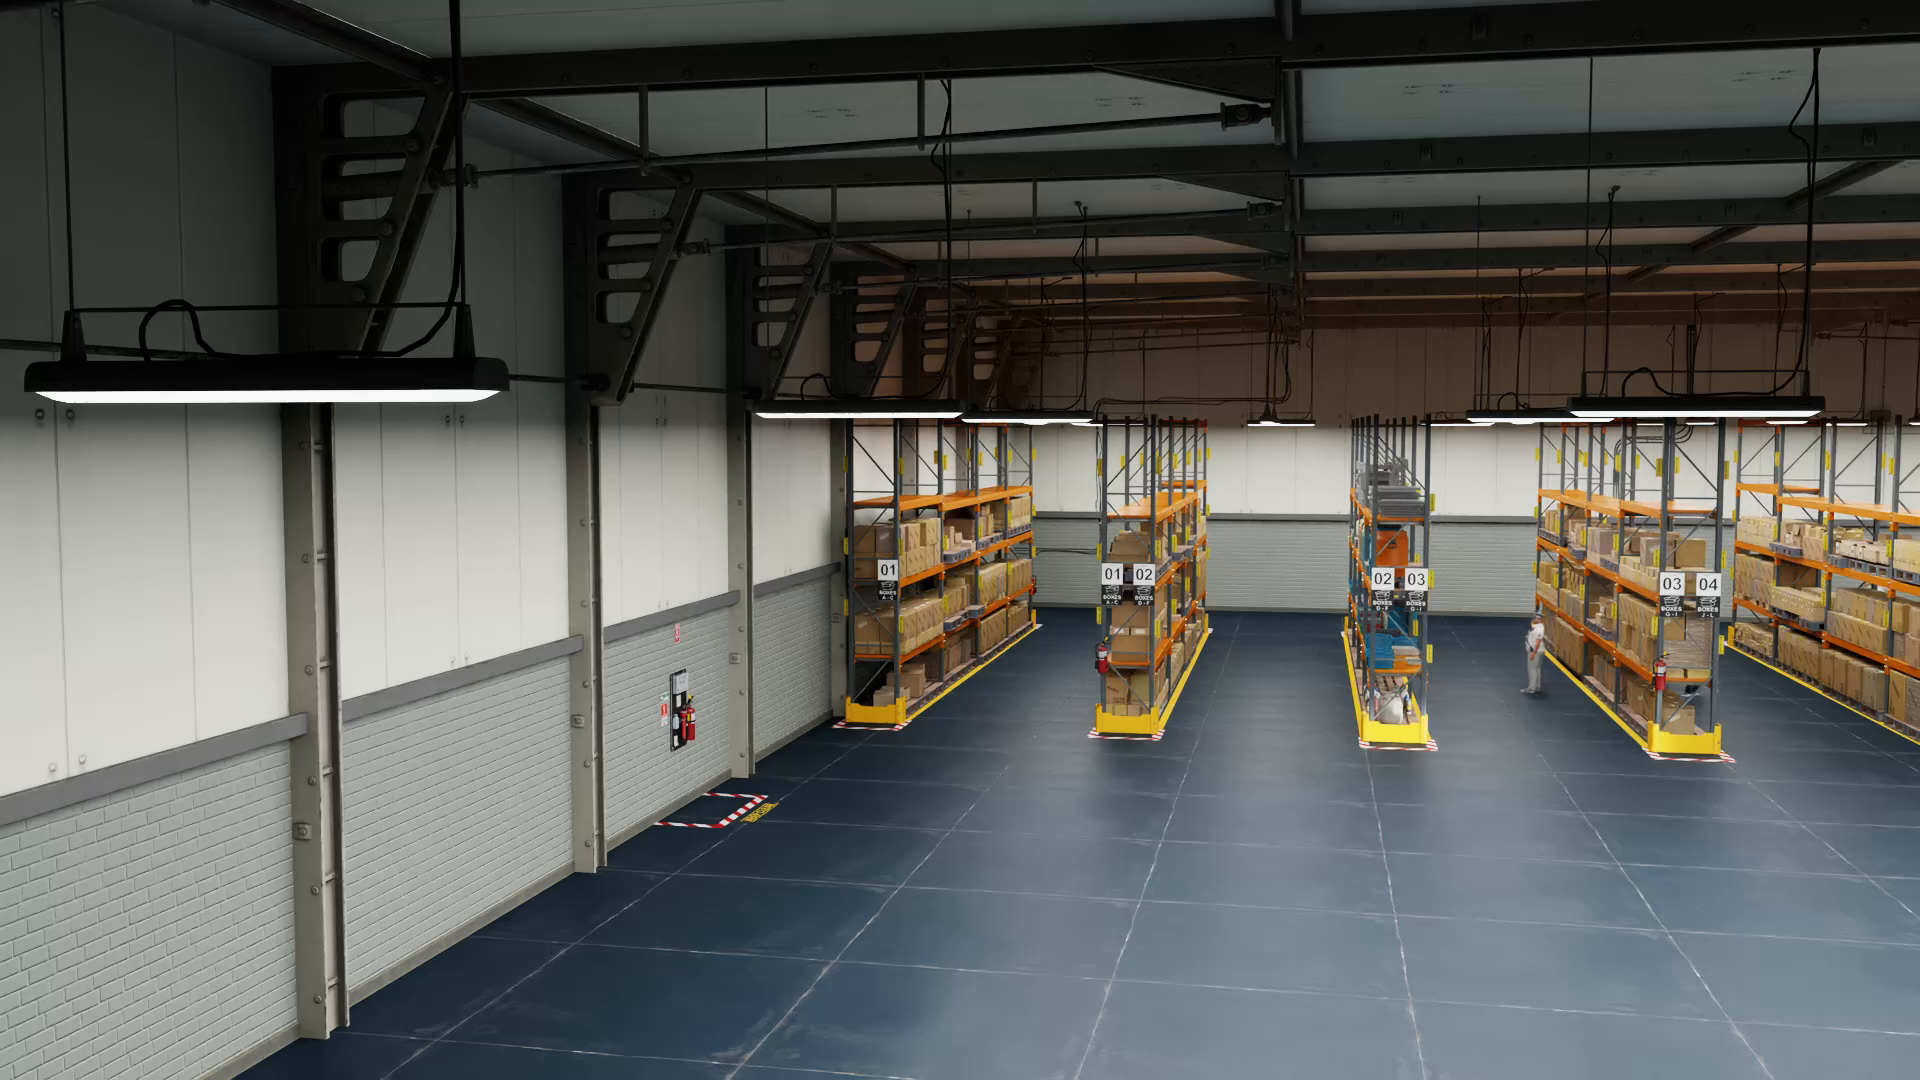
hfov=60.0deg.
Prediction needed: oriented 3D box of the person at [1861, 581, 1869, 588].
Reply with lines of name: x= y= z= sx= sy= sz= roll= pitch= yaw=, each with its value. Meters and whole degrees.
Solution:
person: x=24.300 y=1.879 z=44.722 sx=1.030 sy=1.732 sz=0.661 roll=1 pitch=4 yaw=10

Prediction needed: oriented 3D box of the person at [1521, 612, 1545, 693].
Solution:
person: x=12.482 y=2.436 z=36.159 sx=0.442 sy=1.773 sz=0.592 roll=2 pitch=4 yaw=30

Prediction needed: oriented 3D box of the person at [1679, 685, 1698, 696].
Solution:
person: x=15.647 y=2.556 z=35.594 sx=0.412 sy=1.597 sz=0.477 roll=2 pitch=4 yaw=27
